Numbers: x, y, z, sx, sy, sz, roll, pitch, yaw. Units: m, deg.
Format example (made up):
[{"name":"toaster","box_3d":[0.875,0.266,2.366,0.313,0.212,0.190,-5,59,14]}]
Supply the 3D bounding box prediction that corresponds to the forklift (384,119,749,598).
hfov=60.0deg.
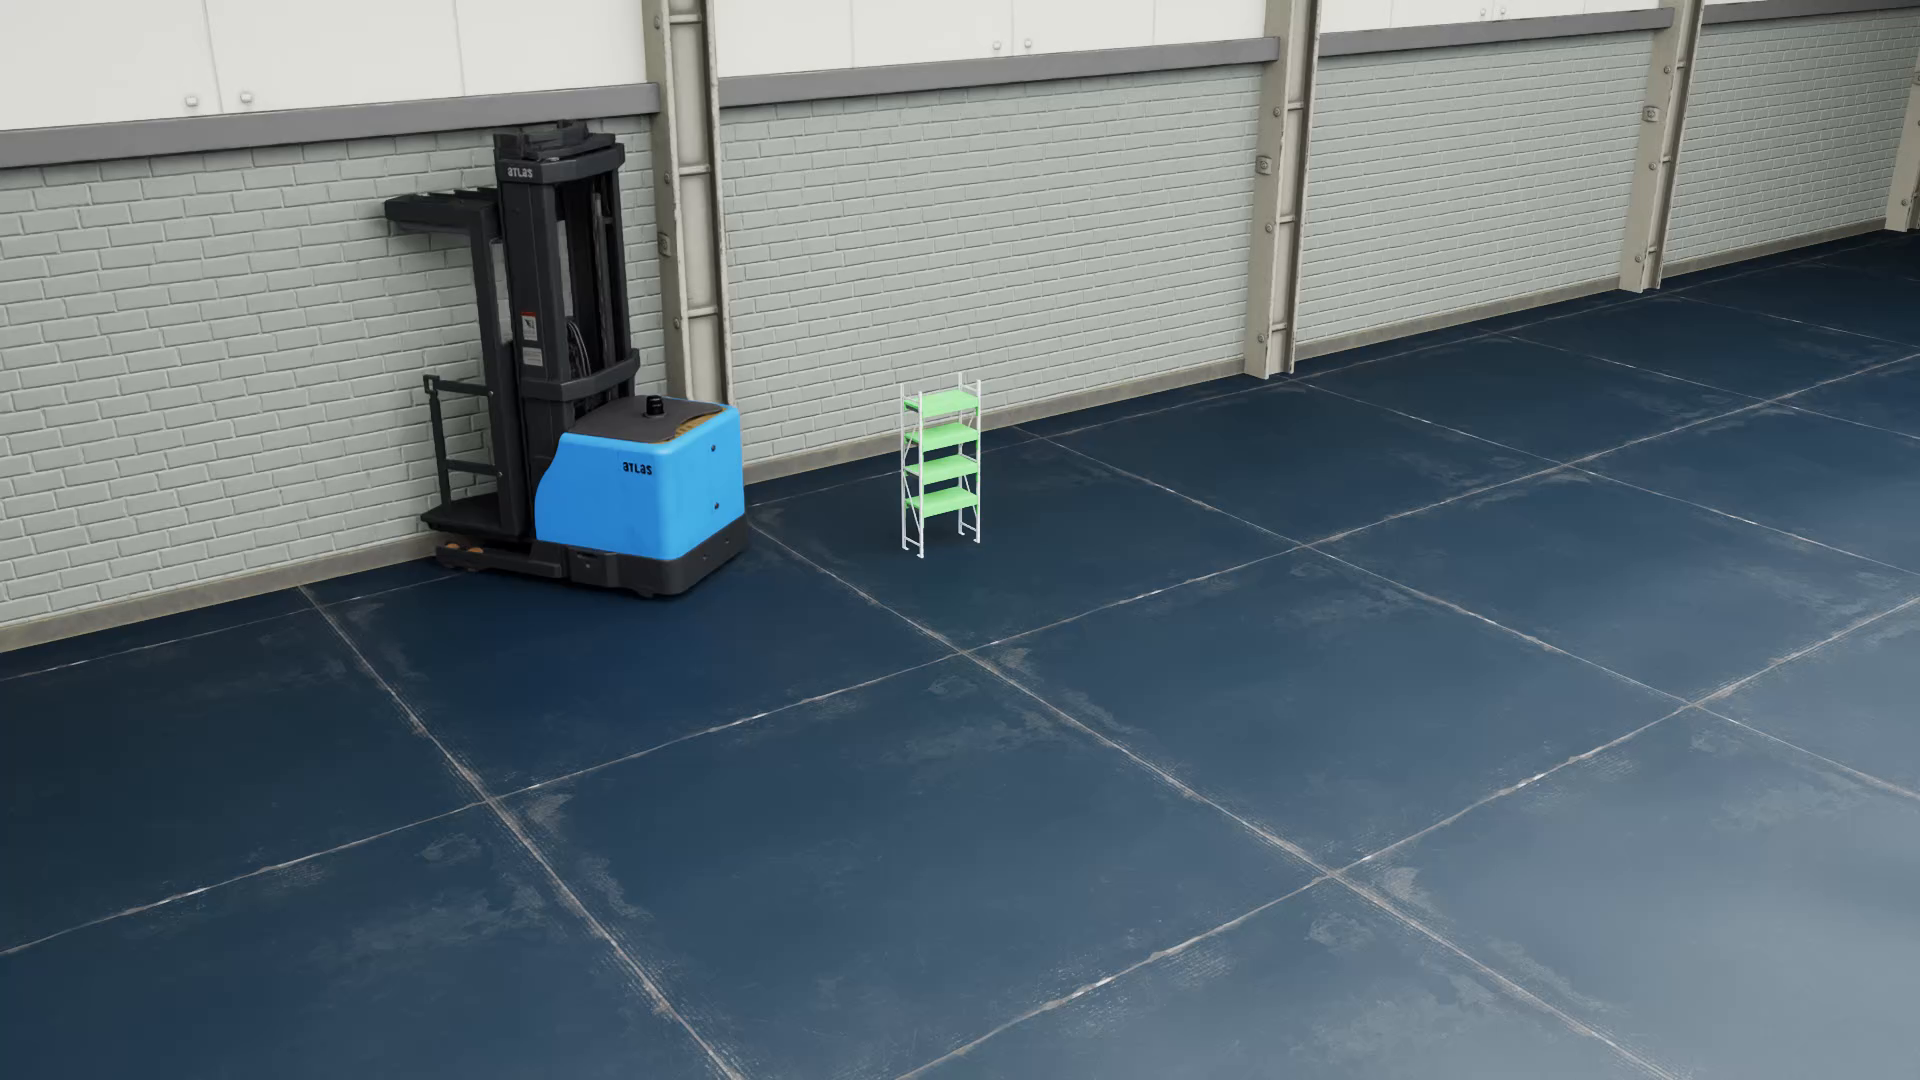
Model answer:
[{"name":"forklift","box_3d":[-3.048,-1.313,11.233,3.031,2.935,1.130,8,23,20]}]

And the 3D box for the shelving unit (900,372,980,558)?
[{"name":"shelving unit","box_3d":[-0.134,-0.521,11.584,0.503,1.200,0.258,-15,26,-33]}]

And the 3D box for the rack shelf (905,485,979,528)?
[{"name":"rack shelf","box_3d":[-0.134,-0.239,11.697,0.480,0.148,0.258,-15,26,-33]}]

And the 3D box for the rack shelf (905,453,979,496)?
[{"name":"rack shelf","box_3d":[-0.134,-0.462,11.608,0.480,0.148,0.258,-15,26,-33]}]

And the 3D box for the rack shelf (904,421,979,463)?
[{"name":"rack shelf","box_3d":[-0.134,-0.685,11.519,0.480,0.148,0.258,-15,26,-33]}]

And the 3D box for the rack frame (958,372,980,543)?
[{"name":"rack frame","box_3d":[0.064,-0.574,11.717,0.015,1.200,0.240,-15,26,-33]}]

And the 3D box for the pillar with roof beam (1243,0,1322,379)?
[{"name":"pillar with roof beam","box_3d":[5.461,-4.490,11.007,0.400,9.000,9.100,-15,26,-33]}]

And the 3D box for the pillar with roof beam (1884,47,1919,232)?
[{"name":"pillar with roof beam","box_3d":[15.202,-7.088,17.516,0.400,9.000,9.100,-15,26,-33]}]

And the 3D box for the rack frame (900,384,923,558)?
[{"name":"rack frame","box_3d":[-0.332,-0.469,11.452,0.015,1.200,0.240,-15,26,-33]}]

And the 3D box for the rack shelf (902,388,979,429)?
[{"name":"rack shelf","box_3d":[-0.134,-0.908,11.430,0.480,0.148,0.258,-15,26,-33]}]

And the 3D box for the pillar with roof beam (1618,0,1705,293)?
[{"name":"pillar with roof beam","box_3d":[10.331,-5.789,14.261,0.400,9.000,9.100,-15,26,-33]}]

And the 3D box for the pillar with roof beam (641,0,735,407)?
[{"name":"pillar with roof beam","box_3d":[0.590,-3.191,7.752,0.400,9.000,9.100,-15,26,-33]}]
